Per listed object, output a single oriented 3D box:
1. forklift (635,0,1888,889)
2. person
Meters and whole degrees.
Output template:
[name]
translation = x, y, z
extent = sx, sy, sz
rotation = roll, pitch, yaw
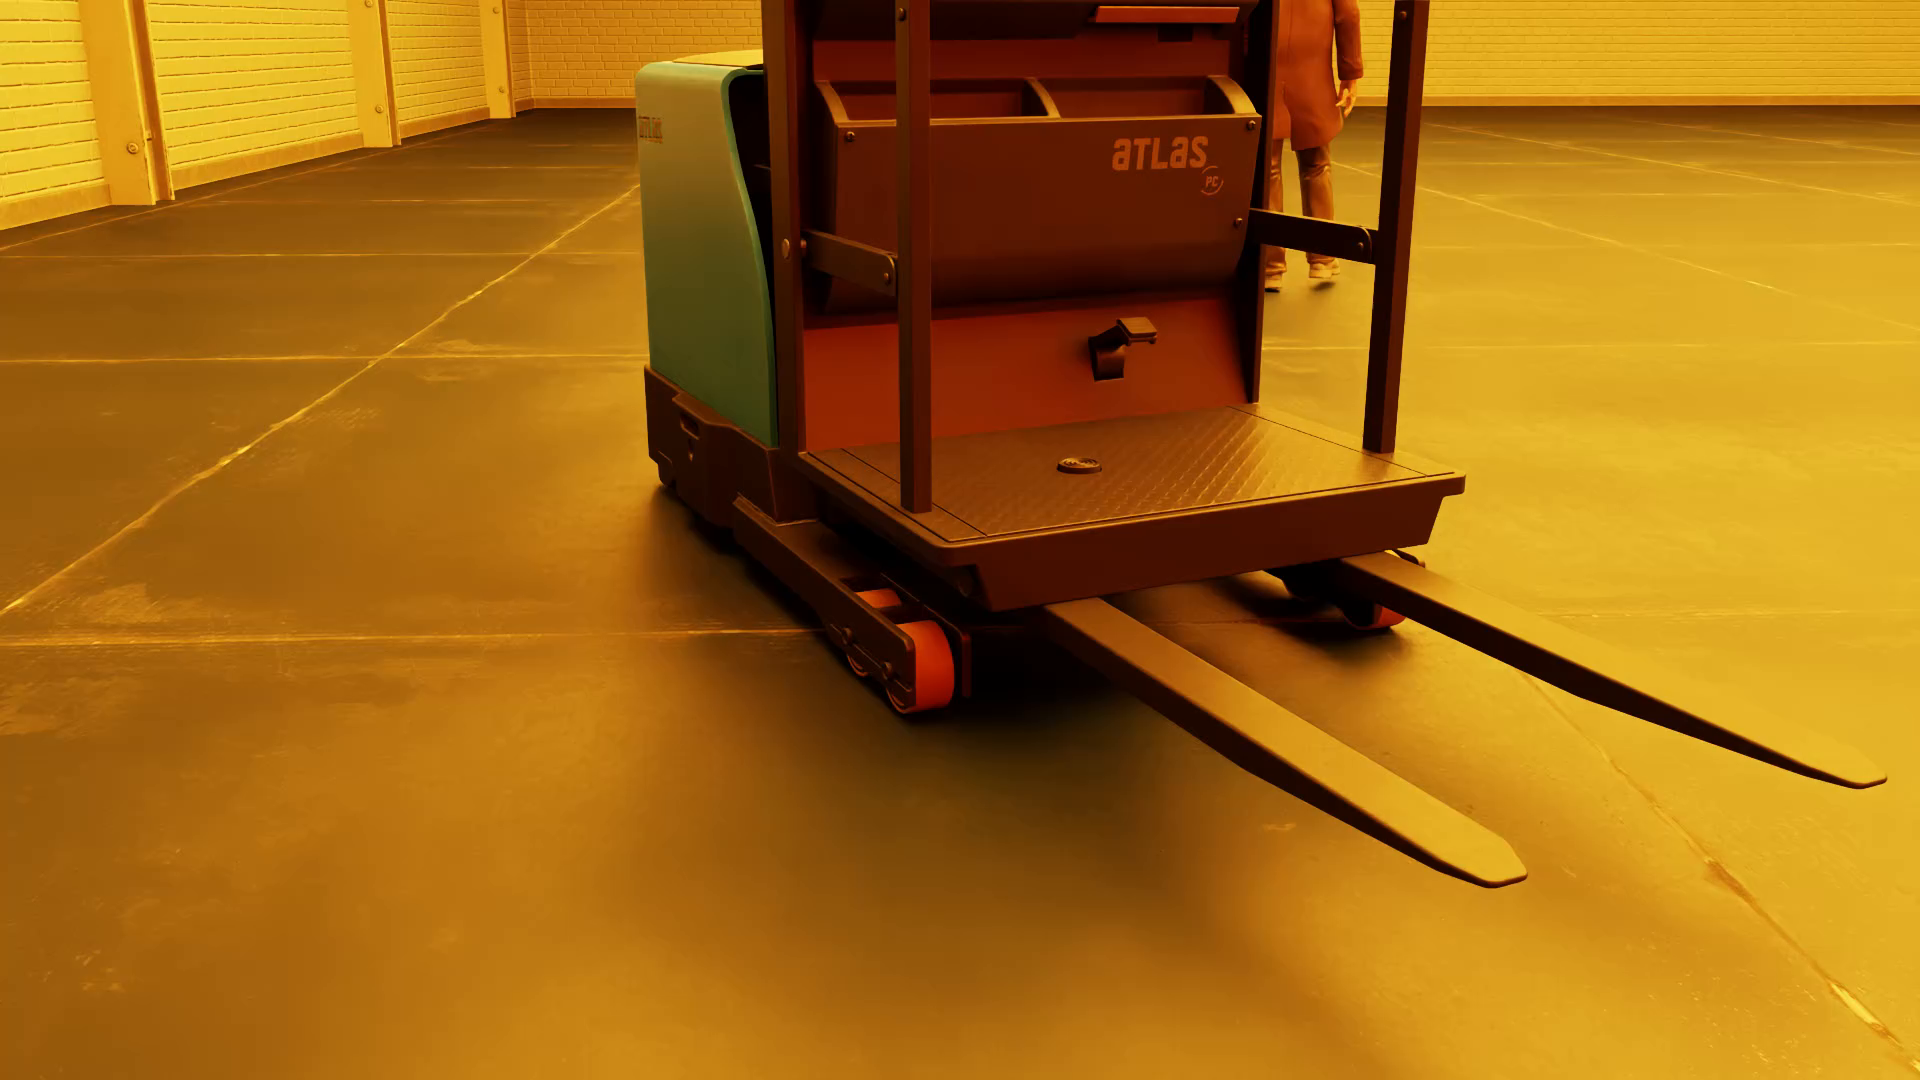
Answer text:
[forklift]
translation = 0.258, -1.240, 2.962
extent = 1.130, 2.935, 3.031
rotation = -8, 19, -24
[person]
translation = 1.465, -1.952, 7.568
extent = 0.694, 1.579, 0.576
rotation = 3, 17, 8
